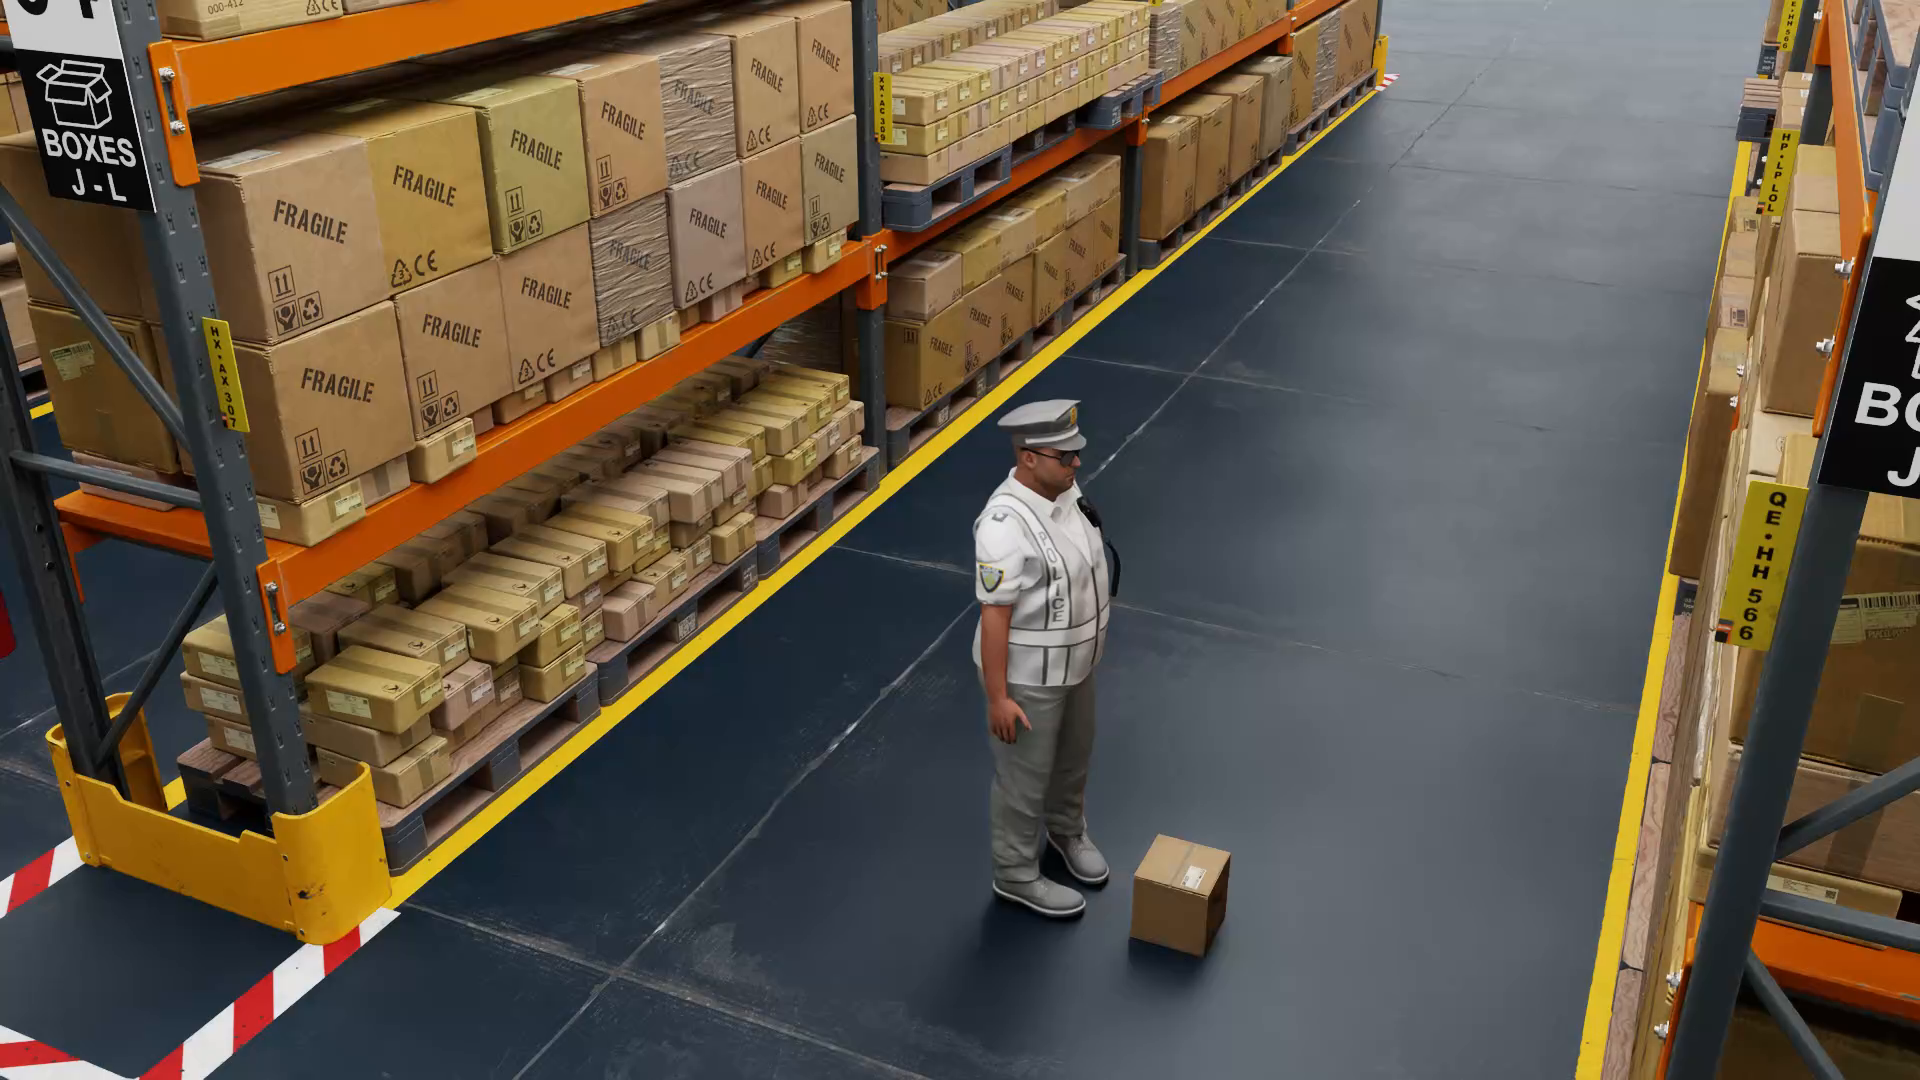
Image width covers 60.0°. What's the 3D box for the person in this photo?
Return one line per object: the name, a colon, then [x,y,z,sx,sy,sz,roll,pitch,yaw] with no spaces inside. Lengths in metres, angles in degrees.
person: [0.273,0.382,5.297,0.414,1.762,0.589,11,28,22]
